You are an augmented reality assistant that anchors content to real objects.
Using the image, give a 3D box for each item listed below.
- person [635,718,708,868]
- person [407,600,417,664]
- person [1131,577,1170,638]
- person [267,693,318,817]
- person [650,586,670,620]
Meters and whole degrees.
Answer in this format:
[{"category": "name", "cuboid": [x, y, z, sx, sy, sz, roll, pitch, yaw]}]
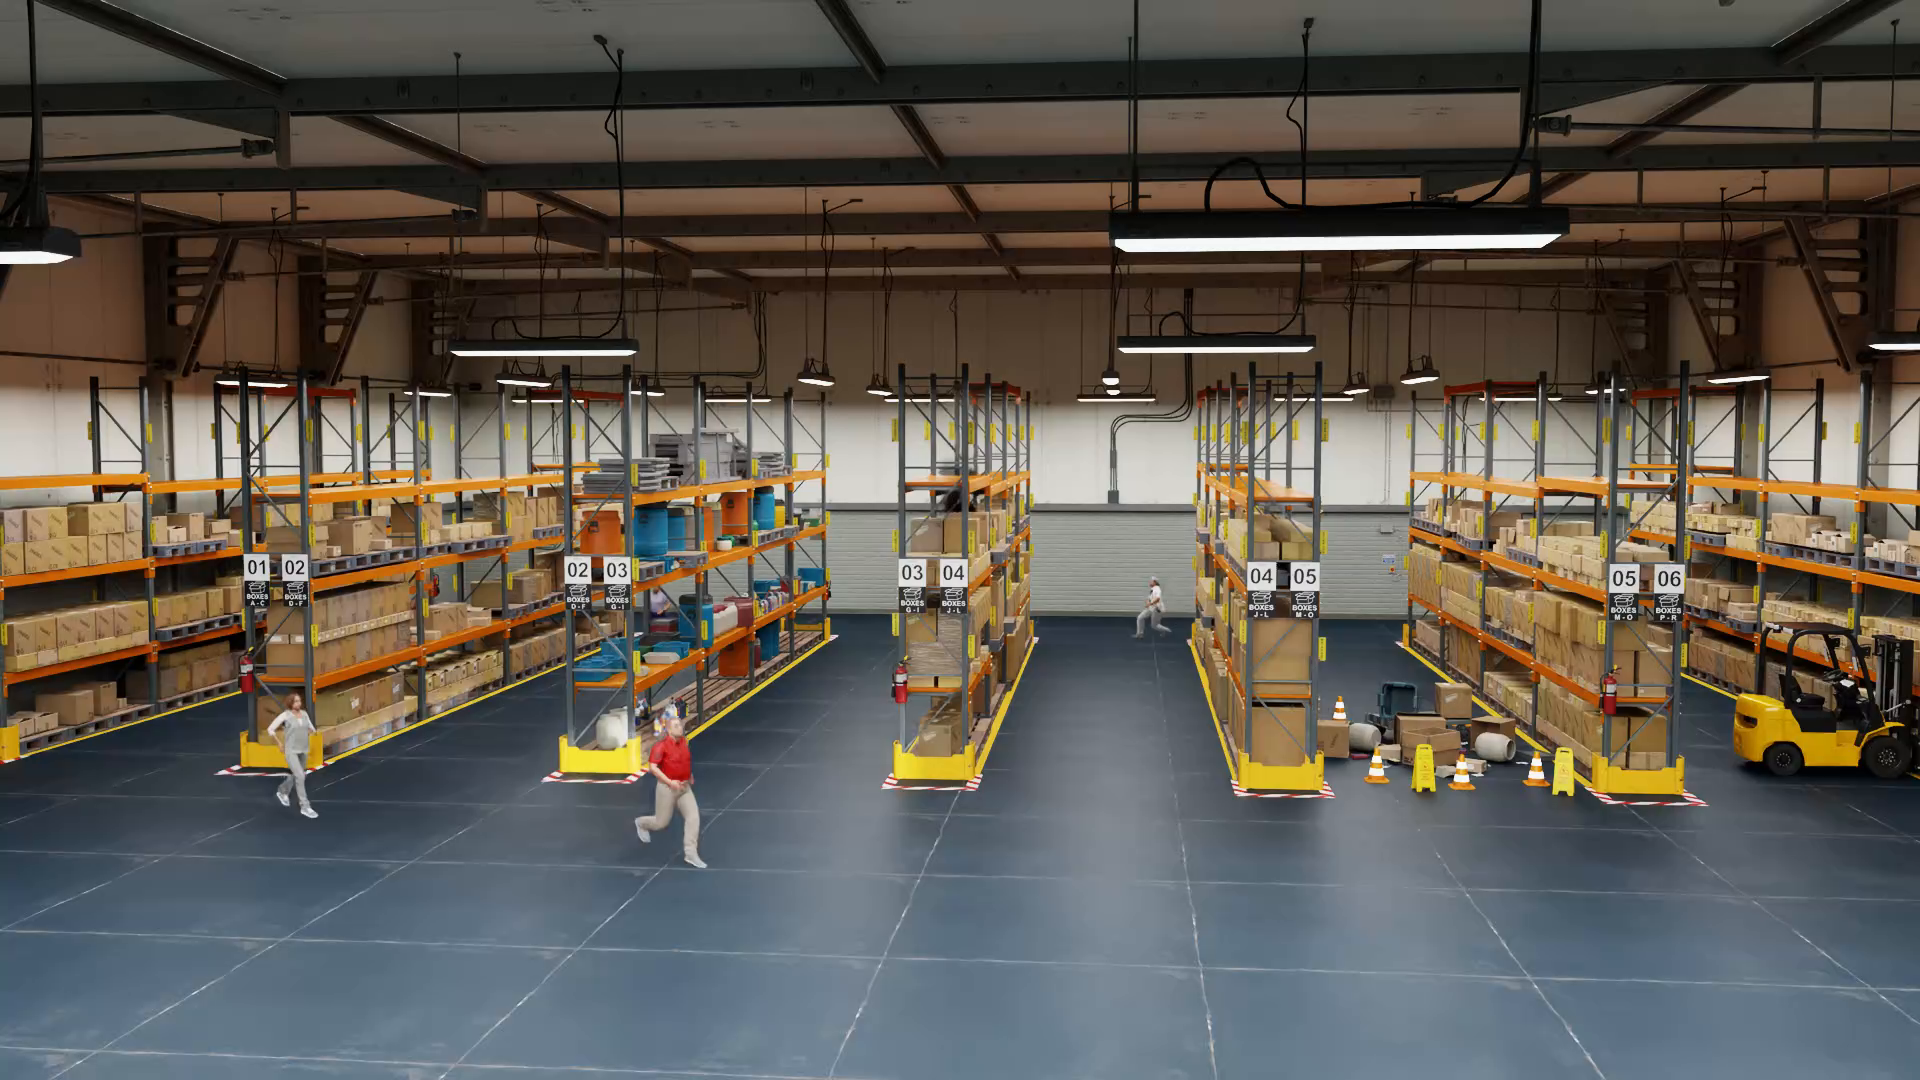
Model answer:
[{"category": "person", "cuboid": [-3.374, 2.934, 19.427, 1.053, 1.723, 0.640, 3, 5, 40]}, {"category": "person", "cuboid": [-11.195, 2.024, 34.084, 0.582, 1.618, 0.578, 0, 4, -1]}, {"category": "person", "cuboid": [4.699, 1.645, 40.380, 0.899, 1.504, 0.696, -1, 4, -17]}, {"category": "person", "cuboid": [-8.699, 2.789, 21.751, 0.884, 1.592, 0.535, 2, 4, 30]}, {"category": "person", "cuboid": [-6.890, 1.773, 37.738, 0.613, 1.640, 0.705, 0, 4, -1]}]
